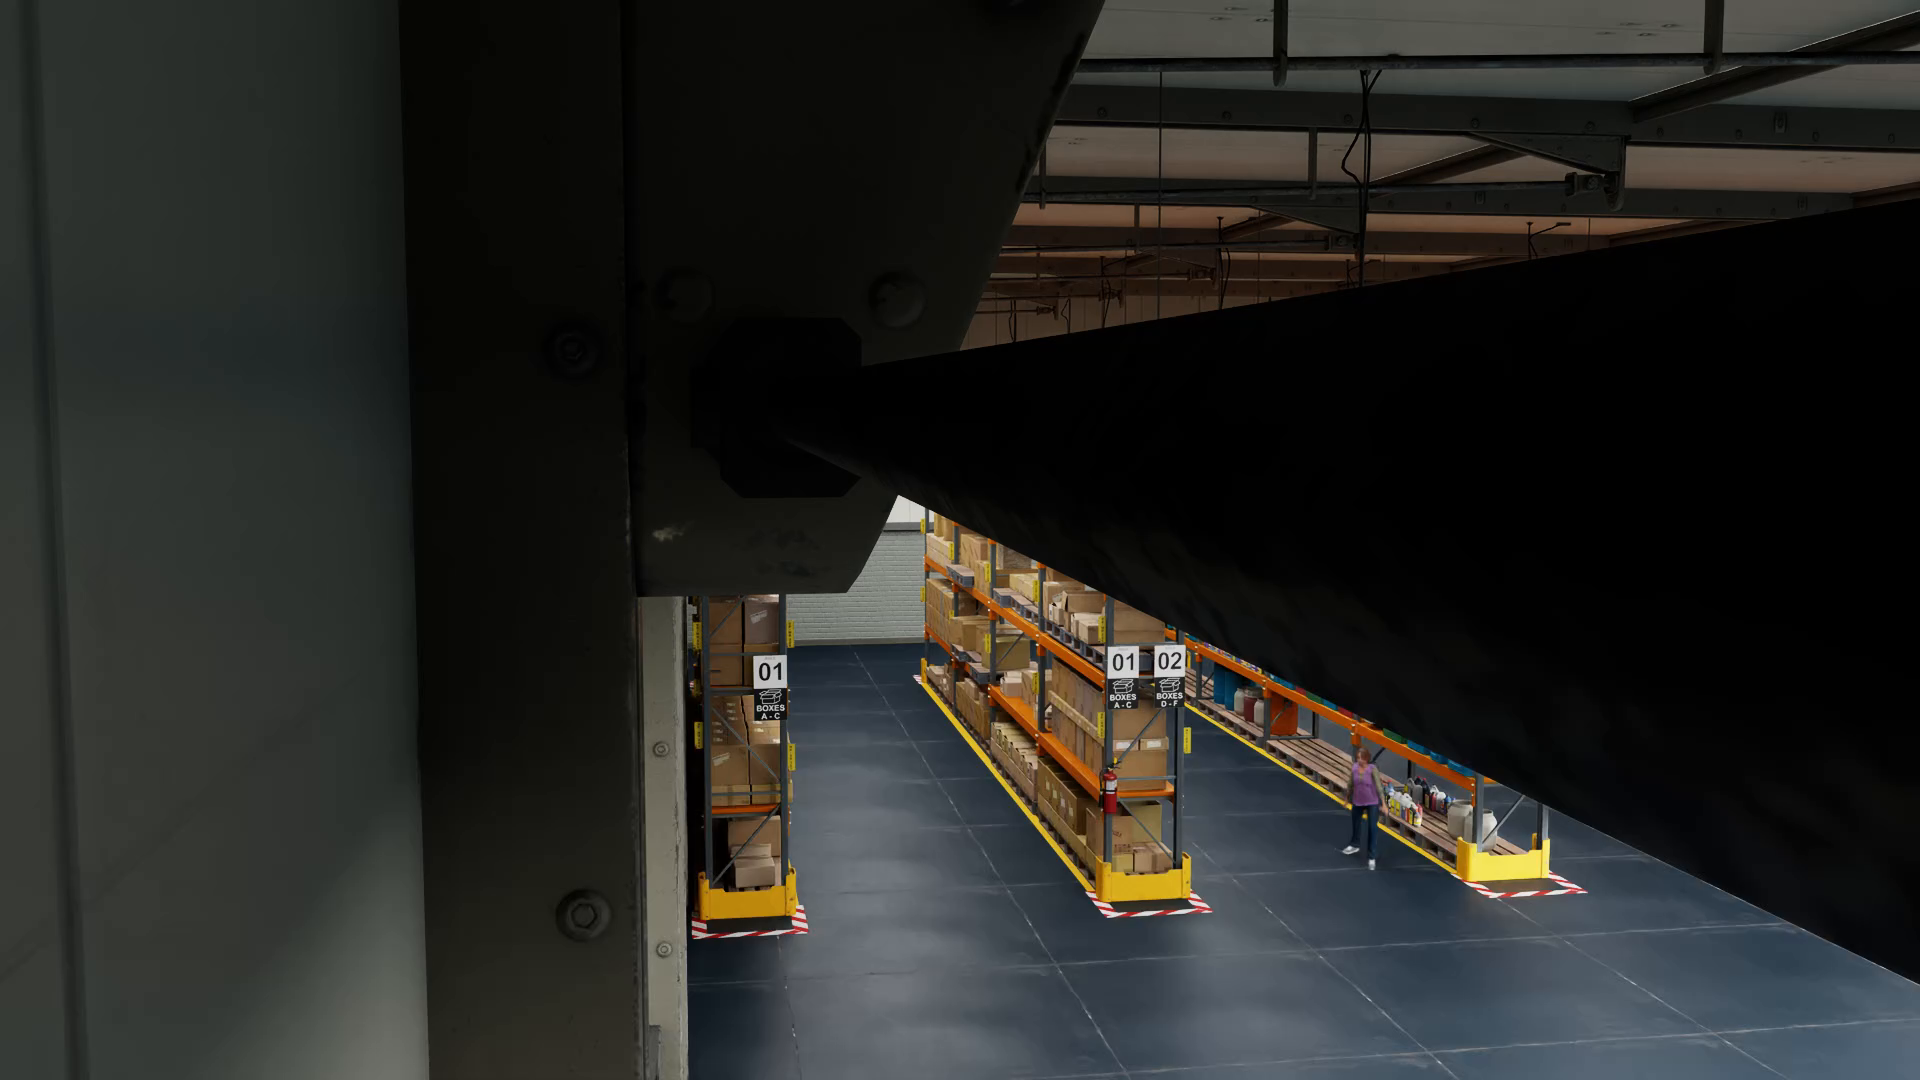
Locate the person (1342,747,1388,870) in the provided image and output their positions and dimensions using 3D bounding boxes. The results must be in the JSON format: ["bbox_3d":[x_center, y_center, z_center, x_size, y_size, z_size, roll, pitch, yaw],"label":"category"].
[{"bbox_3d":[5.467,3.578,22.463,0.685,1.597,0.657,3,6,32],"label":"person"}]
